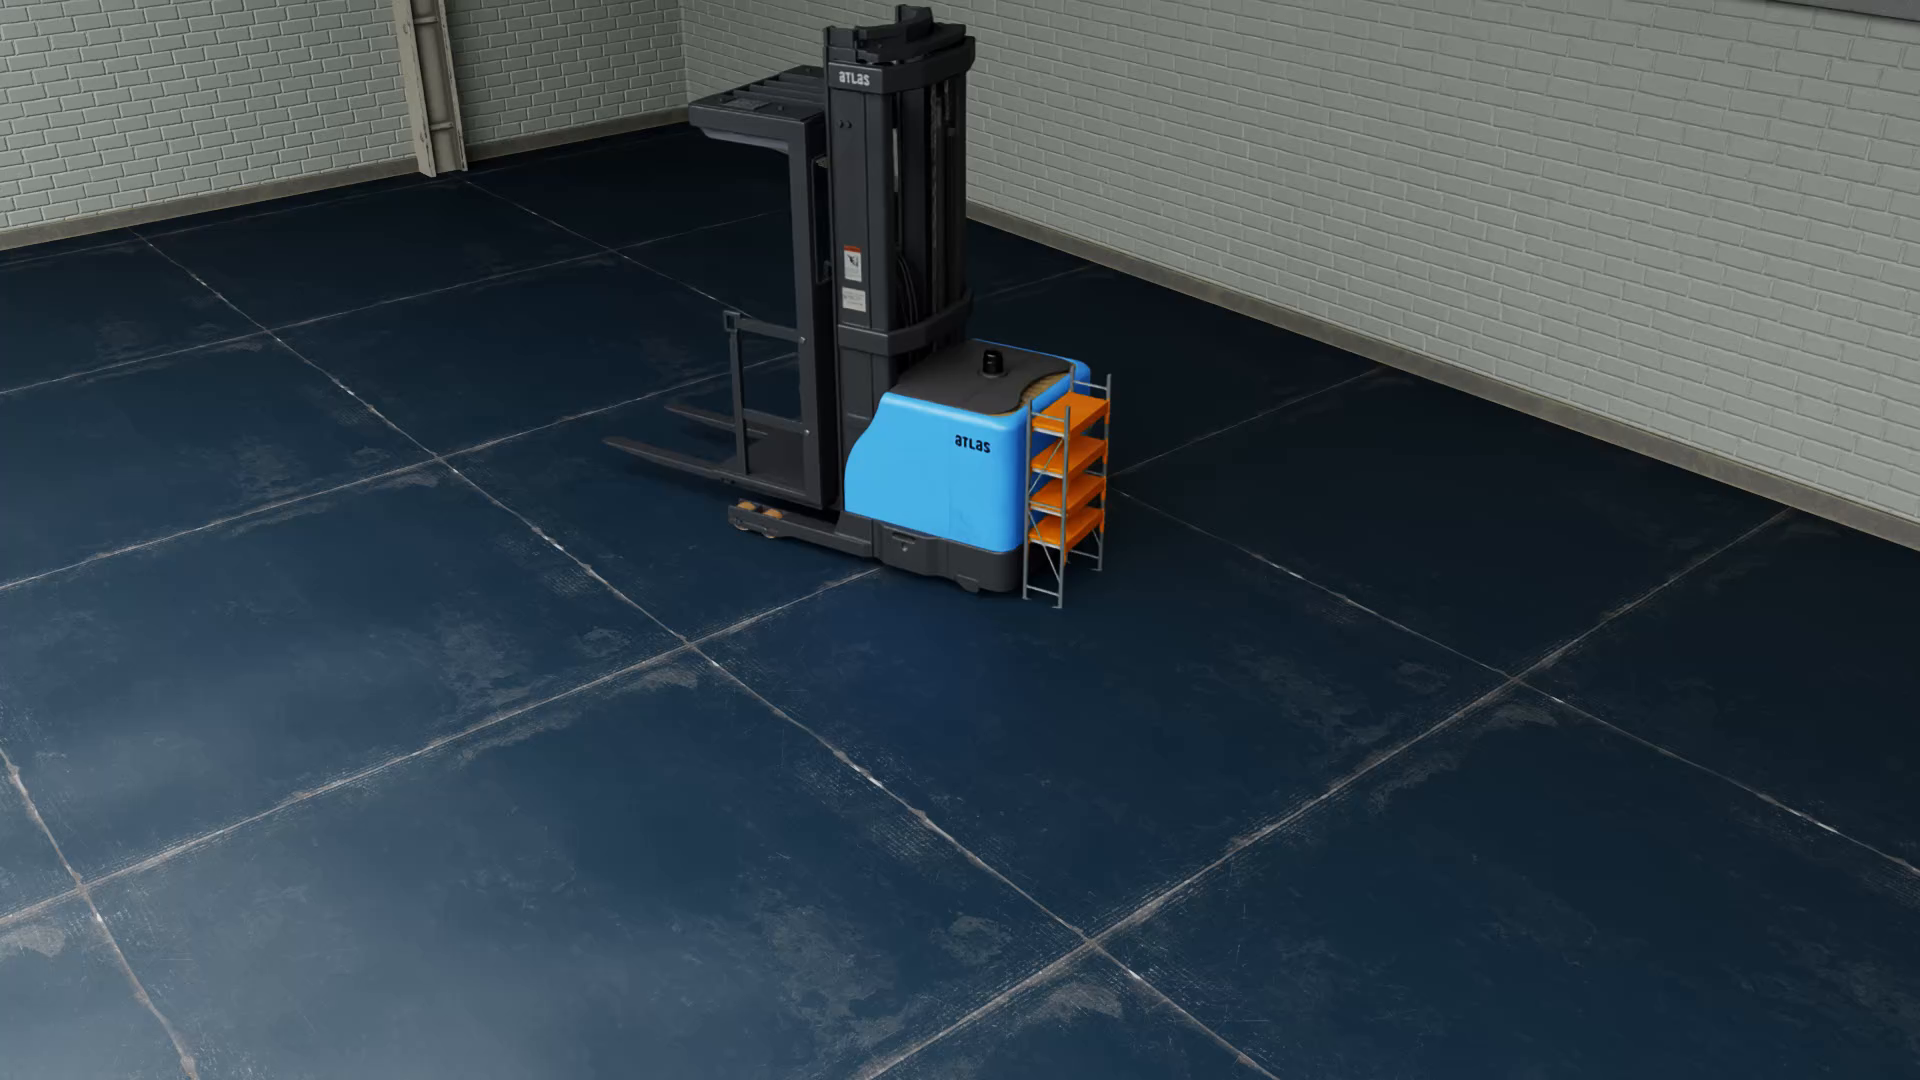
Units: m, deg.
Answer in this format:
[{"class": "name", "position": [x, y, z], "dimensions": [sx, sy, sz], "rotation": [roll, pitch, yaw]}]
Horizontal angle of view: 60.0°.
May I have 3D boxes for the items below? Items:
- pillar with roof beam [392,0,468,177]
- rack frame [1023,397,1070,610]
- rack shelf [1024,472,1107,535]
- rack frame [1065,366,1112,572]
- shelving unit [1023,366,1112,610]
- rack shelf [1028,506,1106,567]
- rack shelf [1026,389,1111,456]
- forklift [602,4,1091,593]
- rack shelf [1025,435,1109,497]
[{"class": "pillar with roof beam", "position": [-2.393, -6.136, 11.684], "dimensions": [0.400, 9.000, 9.100], "rotation": [-22, 35, -35]}, {"class": "rack frame", "position": [0.454, -0.180, 8.812], "dimensions": [0.240, 1.200, 0.015], "rotation": [16, 32, 26]}, {"class": "rack shelf", "position": [0.577, -0.220, 9.030], "dimensions": [0.258, 0.148, 0.480], "rotation": [16, 32, 26]}, {"class": "rack frame", "position": [0.700, -0.378, 9.184], "dimensions": [0.240, 1.200, 0.015], "rotation": [16, 32, 26]}, {"class": "shelving unit", "position": [0.577, -0.279, 8.998], "dimensions": [0.258, 1.200, 0.503], "rotation": [16, 32, 26]}, {"class": "rack shelf", "position": [0.576, -0.045, 9.123], "dimensions": [0.258, 0.148, 0.480], "rotation": [16, 32, 26]}, {"class": "rack shelf", "position": [0.578, -0.625, 8.812], "dimensions": [0.258, 0.148, 0.480], "rotation": [16, 32, 26]}, {"class": "forklift", "position": [-0.782, -1.500, 9.448], "dimensions": [3.031, 2.935, 1.130], "rotation": [15, 32, 26]}, {"class": "rack shelf", "position": [0.577, -0.417, 8.924], "dimensions": [0.258, 0.148, 0.480], "rotation": [16, 32, 26]}]
